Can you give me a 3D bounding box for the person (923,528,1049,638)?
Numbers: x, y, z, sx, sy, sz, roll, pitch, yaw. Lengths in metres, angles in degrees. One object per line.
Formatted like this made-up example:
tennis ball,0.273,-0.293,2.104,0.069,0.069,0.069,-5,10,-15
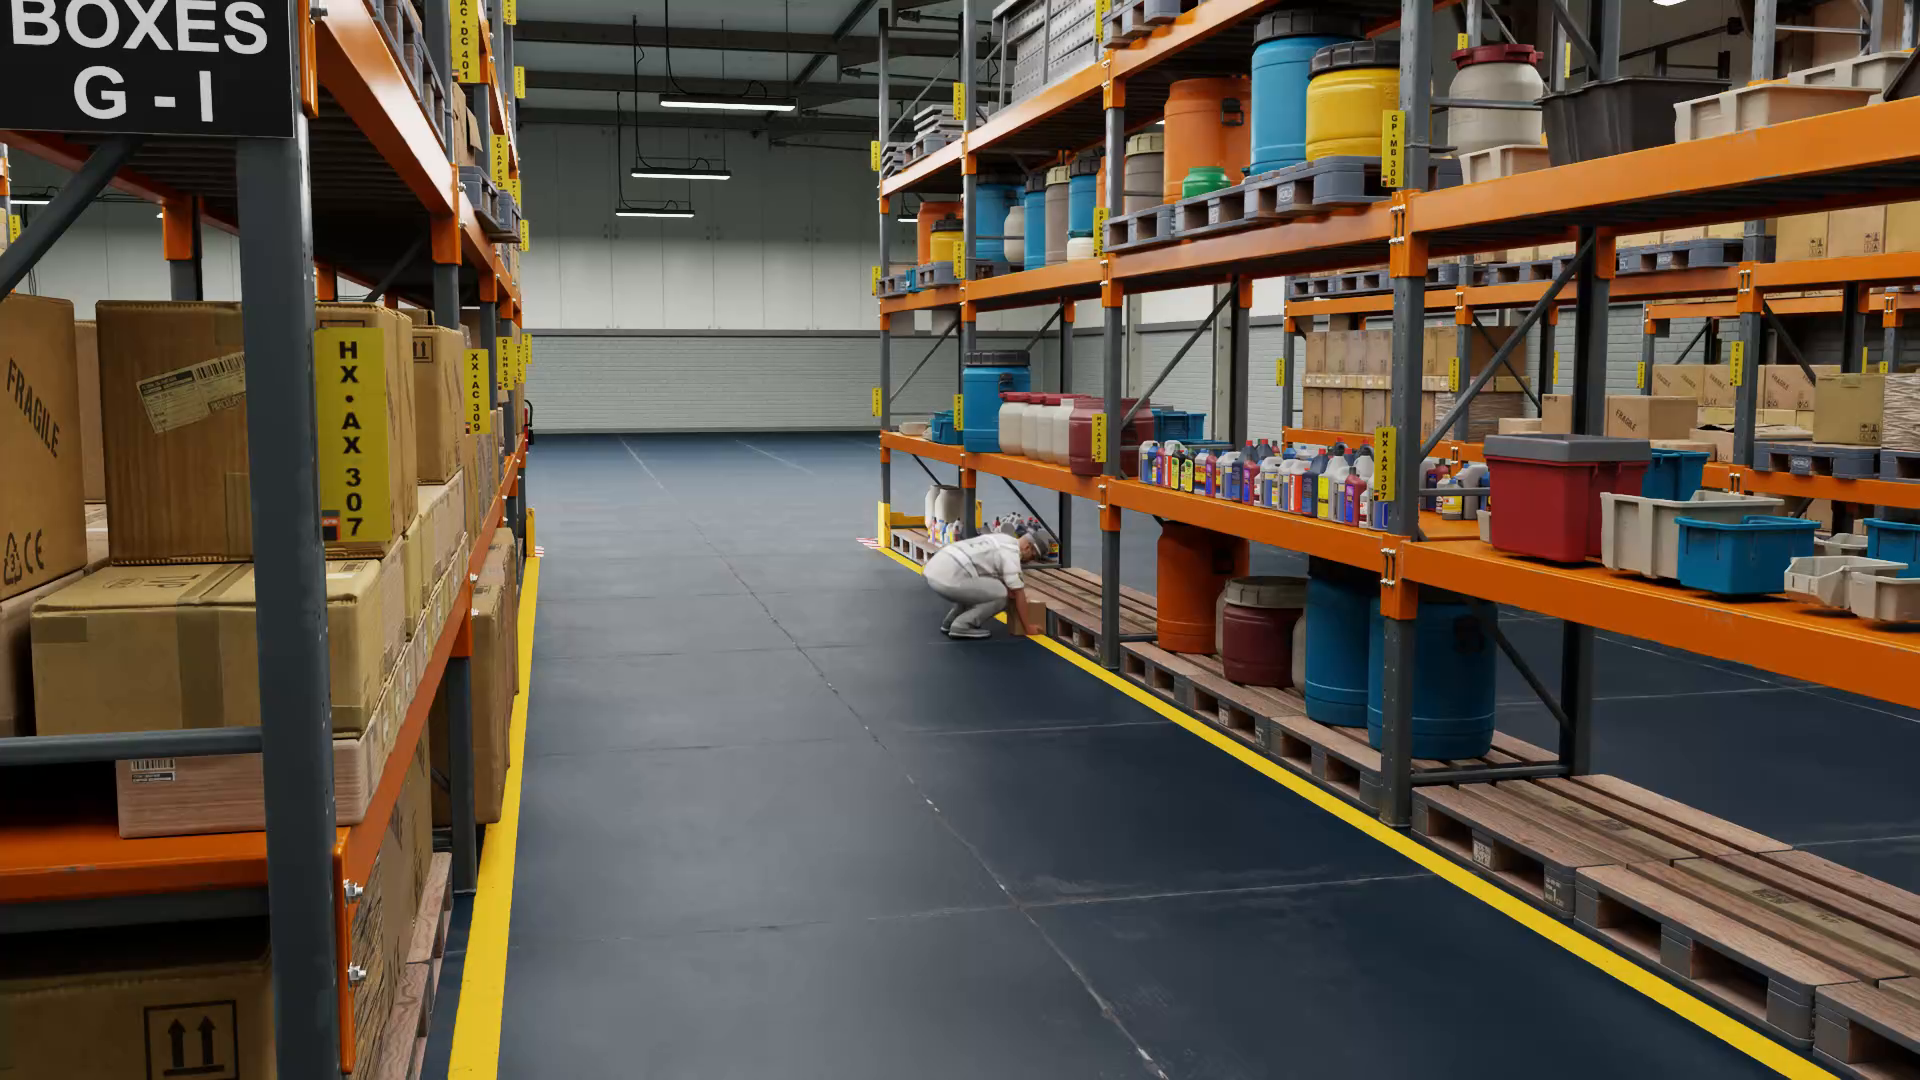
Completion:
person,0.218,0.355,12.819,1.002,0.868,0.537,-2,6,-15
